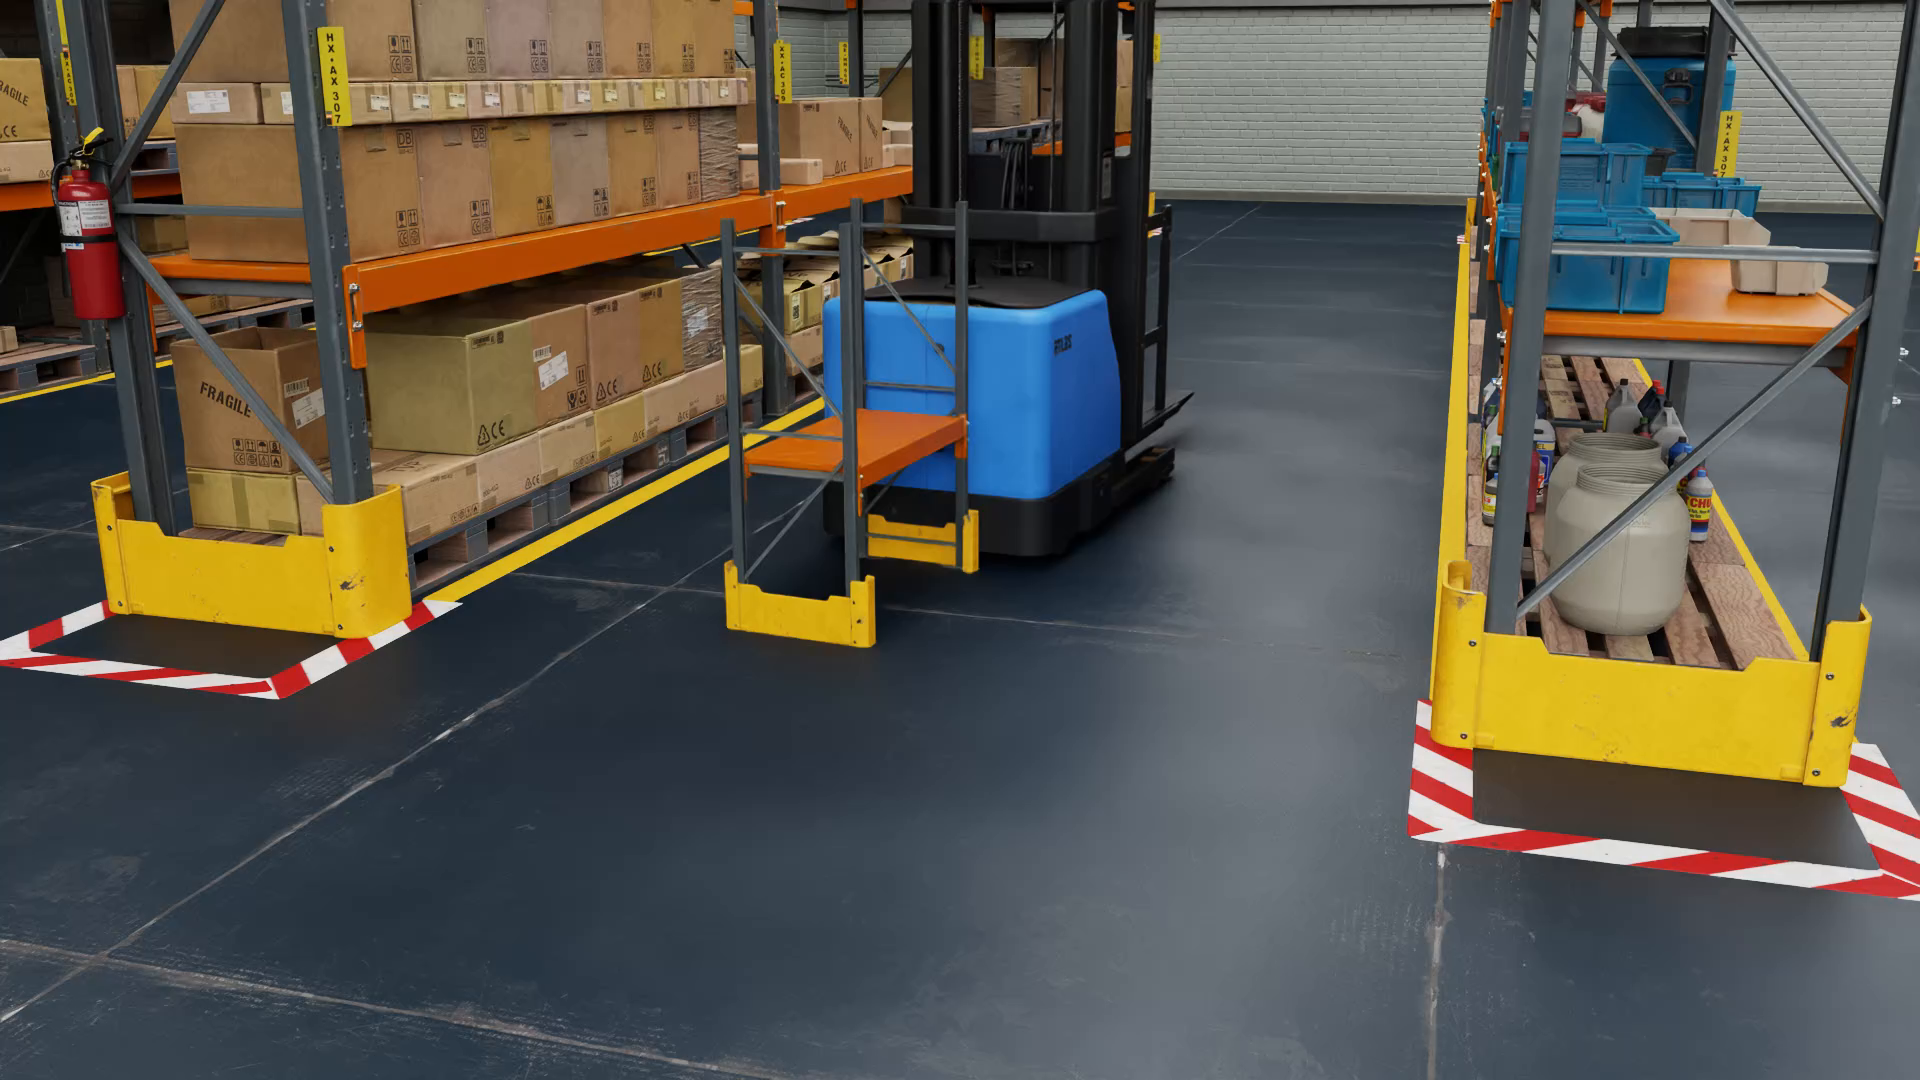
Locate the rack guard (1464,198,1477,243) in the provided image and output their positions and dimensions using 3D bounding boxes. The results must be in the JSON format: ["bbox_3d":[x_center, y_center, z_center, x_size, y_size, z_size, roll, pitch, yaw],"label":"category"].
[{"bbox_3d":[6.620,-3.781,19.743,1.175,0.500,0.348,5,16,16],"label":"rack guard"}]

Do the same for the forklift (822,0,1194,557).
[{"bbox_3d":[0.440,-1.699,7.948,1.130,2.935,3.031,6,17,22],"label":"forklift"}]

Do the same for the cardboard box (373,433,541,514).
[{"bbox_3d":[-2.166,-0.309,7.190,0.500,0.250,0.500,5,16,16],"label":"cardboard box"}]

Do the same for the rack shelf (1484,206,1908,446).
[{"bbox_3d":[2.647,-0.967,6.561,1.077,0.370,4.000,5,16,16],"label":"rack shelf"}]

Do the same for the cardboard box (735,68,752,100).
[{"bbox_3d":[-3.205,-5.563,20.897,0.980,0.700,0.700,4,16,15],"label":"cardboard box"}]

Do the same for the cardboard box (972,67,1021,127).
[{"bbox_3d":[0.118,-3.916,14.687,0.700,0.500,0.500,8,18,26],"label":"cardboard box"}]

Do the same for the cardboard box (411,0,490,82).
[{"bbox_3d":[-2.366,-2.121,6.748,0.700,0.500,0.500,4,16,14],"label":"cardboard box"}]

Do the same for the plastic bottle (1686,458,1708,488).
[{"bbox_3d":[2.974,-0.203,6.720,0.061,0.283,0.133,5,17,17],"label":"plastic bottle"}]

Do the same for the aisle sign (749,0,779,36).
[{"bbox_3d":[-2.565,-6.991,21.715,0.394,0.787,0.004,5,16,16],"label":"aisle sign"}]

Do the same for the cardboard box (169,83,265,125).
[{"bbox_3d":[-2.744,-1.650,6.279,0.380,0.149,0.250,4,16,15],"label":"cardboard box"}]

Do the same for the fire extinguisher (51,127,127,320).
[{"bbox_3d":[-3.149,-1.143,6.005,0.296,0.674,0.183,5,16,16],"label":"fire extinguisher"}]

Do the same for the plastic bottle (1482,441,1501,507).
[{"bbox_3d":[2.278,-0.270,6.969,0.152,0.276,0.135,5,17,16],"label":"plastic bottle"}]

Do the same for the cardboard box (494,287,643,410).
[{"bbox_3d":[-1.875,-0.931,8.008,0.500,0.500,0.500,5,16,16],"label":"cardboard box"}]

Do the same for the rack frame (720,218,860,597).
[{"bbox_3d":[-0.593,-0.367,5.875,0.500,1.500,0.032,6,17,22],"label":"rack frame"}]

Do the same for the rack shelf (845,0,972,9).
[{"bbox_3d":[-0.965,-3.842,11.199,1.077,0.370,4.000,5,16,16],"label":"rack shelf"}]

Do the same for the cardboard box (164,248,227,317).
[{"bbox_3d":[-5.992,-1.947,12.471,0.700,0.500,0.500,4,16,15],"label":"cardboard box"}]

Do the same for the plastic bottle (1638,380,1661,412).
[{"bbox_3d":[3.308,-0.583,7.937,0.144,0.351,0.185,4,16,14],"label":"plastic bottle"}]

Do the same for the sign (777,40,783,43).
[{"bbox_3d":[-2.357,-6.370,21.734,0.100,0.325,0.005,5,16,16],"label":"sign"}]

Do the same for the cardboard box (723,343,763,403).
[{"bbox_3d":[-1.455,-0.963,9.496,0.500,0.250,0.500,5,16,16],"label":"cardboard box"}]

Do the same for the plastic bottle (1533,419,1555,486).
[{"bbox_3d":[2.562,-0.394,7.405,0.152,0.276,0.135,5,16,16],"label":"plastic bottle"}]

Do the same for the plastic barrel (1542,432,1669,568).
[{"bbox_3d":[2.334,-0.105,5.991,0.421,0.512,0.421,0,16,0],"label":"plastic barrel"}]

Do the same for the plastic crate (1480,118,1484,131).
[{"bbox_3d":[5.876,-4.584,18.368,0.250,0.136,0.298,5,16,16],"label":"plastic crate"}]

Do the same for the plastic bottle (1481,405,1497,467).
[{"bbox_3d":[2.447,-0.473,7.673,0.061,0.283,0.133,5,17,18],"label":"plastic bottle"}]

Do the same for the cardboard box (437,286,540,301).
[{"bbox_3d":[-2.389,-0.972,8.155,0.500,0.500,0.500,5,16,16],"label":"cardboard box"}]

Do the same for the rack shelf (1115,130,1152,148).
[{"bbox_3d":[1.309,-4.492,18.988,1.077,0.370,4.000,5,16,16],"label":"rack shelf"}]

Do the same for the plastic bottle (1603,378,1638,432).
[{"bbox_3d":[3.170,-0.594,7.976,0.144,0.351,0.185,5,16,16],"label":"plastic bottle"}]

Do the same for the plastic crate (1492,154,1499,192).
[{"bbox_3d":[3.439,-2.212,10.020,0.450,0.188,0.662,5,16,16],"label":"plastic crate"}]

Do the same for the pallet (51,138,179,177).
[{"bbox_3d":[-5.927,-2.701,11.708,1.003,0.211,1.213,5,16,16],"label":"pallet"}]

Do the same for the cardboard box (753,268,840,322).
[{"bbox_3d":[-1.030,-1.590,10.680,0.500,0.311,0.500,4,16,15],"label":"cardboard box"}]

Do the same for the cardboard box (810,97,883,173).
[{"bbox_3d":[-0.858,-2.876,11.789,0.500,0.500,0.500,4,16,13],"label":"cardboard box"}]

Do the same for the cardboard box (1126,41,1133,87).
[{"bbox_3d":[1.729,-5.484,19.153,0.500,0.500,0.500,5,17,17],"label":"cardboard box"}]

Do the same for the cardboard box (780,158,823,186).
[{"bbox_3d":[-1.085,-2.317,10.461,0.380,0.149,0.250,5,16,16],"label":"cardboard box"}]

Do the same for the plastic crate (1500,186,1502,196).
[{"bbox_3d":[2.559,-1.402,7.162,0.450,0.188,0.662,5,16,16],"label":"plastic crate"}]

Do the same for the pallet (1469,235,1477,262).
[{"bbox_3d":[6.005,-3.104,17.885,1.003,0.211,1.213,5,16,16],"label":"pallet"}]

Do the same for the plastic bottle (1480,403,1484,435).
[{"bbox_3d":[2.675,-0.626,8.362,0.097,0.201,0.097,0,16,0],"label":"plastic bottle"}]

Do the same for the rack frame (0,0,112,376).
[{"bbox_3d":[-6.284,-2.605,11.017,1.000,3.000,0.127,5,16,16],"label":"rack frame"}]

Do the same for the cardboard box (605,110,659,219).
[{"bbox_3d":[-1.943,-1.884,8.291,0.700,0.500,0.500,5,17,17],"label":"cardboard box"}]

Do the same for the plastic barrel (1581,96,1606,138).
[{"bbox_3d":[4.029,-2.441,10.188,0.433,0.535,0.433,0,16,0],"label":"plastic barrel"}]

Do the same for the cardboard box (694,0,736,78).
[{"bbox_3d":[-1.653,-2.778,9.064,0.700,0.500,0.500,5,17,16],"label":"cardboard box"}]

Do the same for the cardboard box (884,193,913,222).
[{"bbox_3d":[-0.344,-2.916,14.514,0.500,0.250,0.500,5,17,18],"label":"cardboard box"}]

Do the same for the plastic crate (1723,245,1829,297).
[{"bbox_3d":[2.641,-0.873,5.392,0.298,0.136,0.250,5,16,16],"label":"plastic crate"}]

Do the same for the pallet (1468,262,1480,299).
[{"bbox_3d":[5.229,-2.390,15.367,1.003,0.211,1.213,5,16,16],"label":"pallet"}]

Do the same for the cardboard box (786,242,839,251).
[{"bbox_3d":[-1.115,-2.032,12.237,0.500,0.311,0.500,4,16,14],"label":"cardboard box"}]

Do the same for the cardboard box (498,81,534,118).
[{"bbox_3d":[-2.060,-1.892,7.130,0.380,0.149,0.250,4,16,14],"label":"cardboard box"}]

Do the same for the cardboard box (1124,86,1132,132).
[{"bbox_3d":[1.720,-5.005,19.295,0.500,0.500,0.500,5,17,16],"label":"cardboard box"}]

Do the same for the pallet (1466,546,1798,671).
[{"bbox_3d":[2.291,0.316,5.830,1.003,0.211,1.213,5,16,16],"label":"pallet"}]

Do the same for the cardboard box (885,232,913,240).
[{"bbox_3d":[-0.309,-2.261,13.046,0.500,0.311,0.500,5,17,17],"label":"cardboard box"}]

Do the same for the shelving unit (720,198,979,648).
[{"bbox_3d":[-0.395,-0.497,6.335,0.587,1.500,1.083,6,17,22],"label":"shelving unit"}]

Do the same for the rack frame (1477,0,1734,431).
[{"bbox_3d":[3.215,-1.837,8.308,1.000,3.000,0.127,5,16,16],"label":"rack frame"}]

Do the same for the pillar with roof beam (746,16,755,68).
[{"bbox_3d":[1.192,-9.070,22.817,9.100,9.000,0.400,5,16,16],"label":"pillar with roof beam"}]

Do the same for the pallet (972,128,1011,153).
[{"bbox_3d":[-0.271,-3.359,14.026,1.213,0.211,1.003,5,16,16],"label":"pallet"}]

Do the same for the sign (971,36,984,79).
[{"bbox_3d":[0.137,-3.783,13.049,0.100,0.325,0.005,5,16,16],"label":"sign"}]

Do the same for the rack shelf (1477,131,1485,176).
[{"bbox_3d":[6.057,-4.107,17.630,1.077,0.370,4.000,5,16,16],"label":"rack shelf"}]

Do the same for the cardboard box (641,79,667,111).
[{"bbox_3d":[-1.696,-2.228,8.316,0.380,0.149,0.250,5,16,16],"label":"cardboard box"}]

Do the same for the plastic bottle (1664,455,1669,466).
[{"bbox_3d":[3.105,-0.301,7.217,0.097,0.201,0.097,0,16,0],"label":"plastic bottle"}]
